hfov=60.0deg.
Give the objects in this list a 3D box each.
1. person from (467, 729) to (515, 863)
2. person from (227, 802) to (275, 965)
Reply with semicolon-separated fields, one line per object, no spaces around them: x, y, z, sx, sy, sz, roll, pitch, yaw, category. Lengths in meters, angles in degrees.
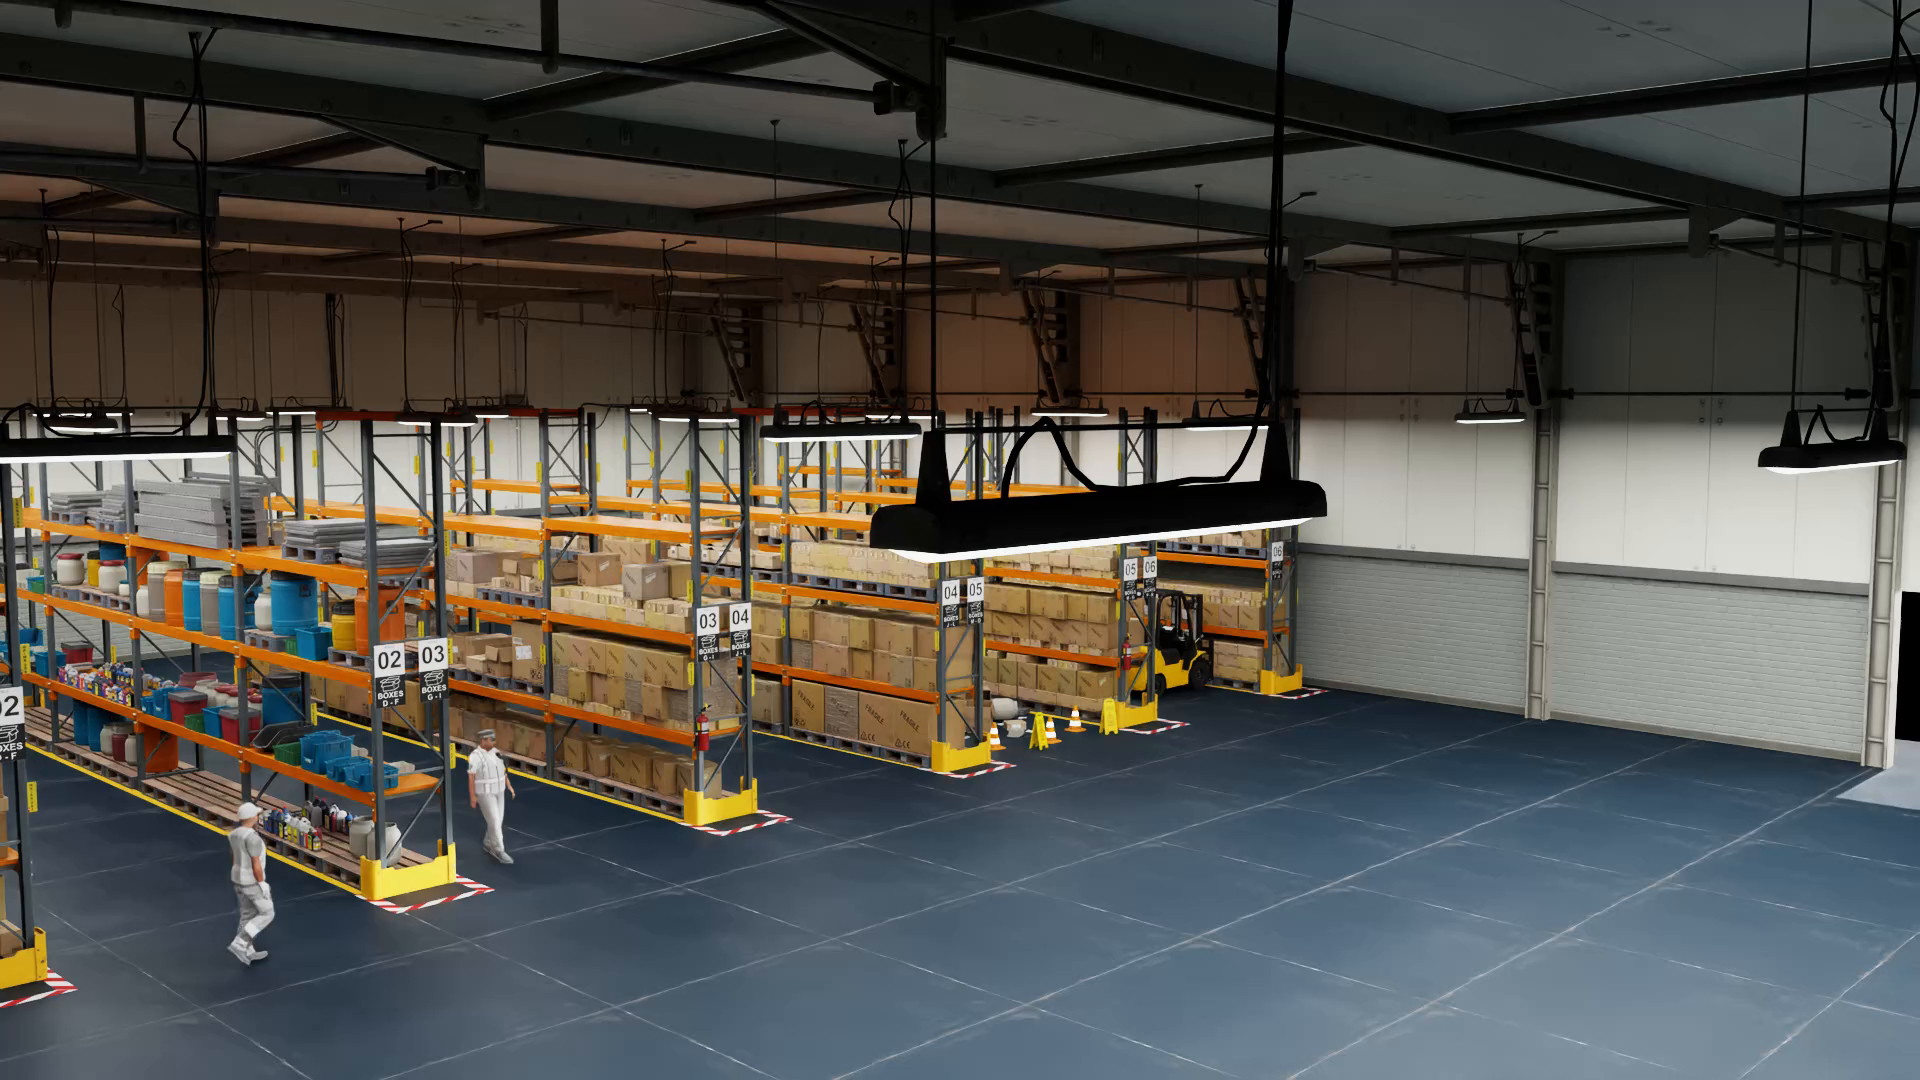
-6.305;3.472;22.674;0.762;1.764;0.567;3;6;29;person
-7.890;3.797;18.341;0.576;1.789;0.511;4;7;40;person
